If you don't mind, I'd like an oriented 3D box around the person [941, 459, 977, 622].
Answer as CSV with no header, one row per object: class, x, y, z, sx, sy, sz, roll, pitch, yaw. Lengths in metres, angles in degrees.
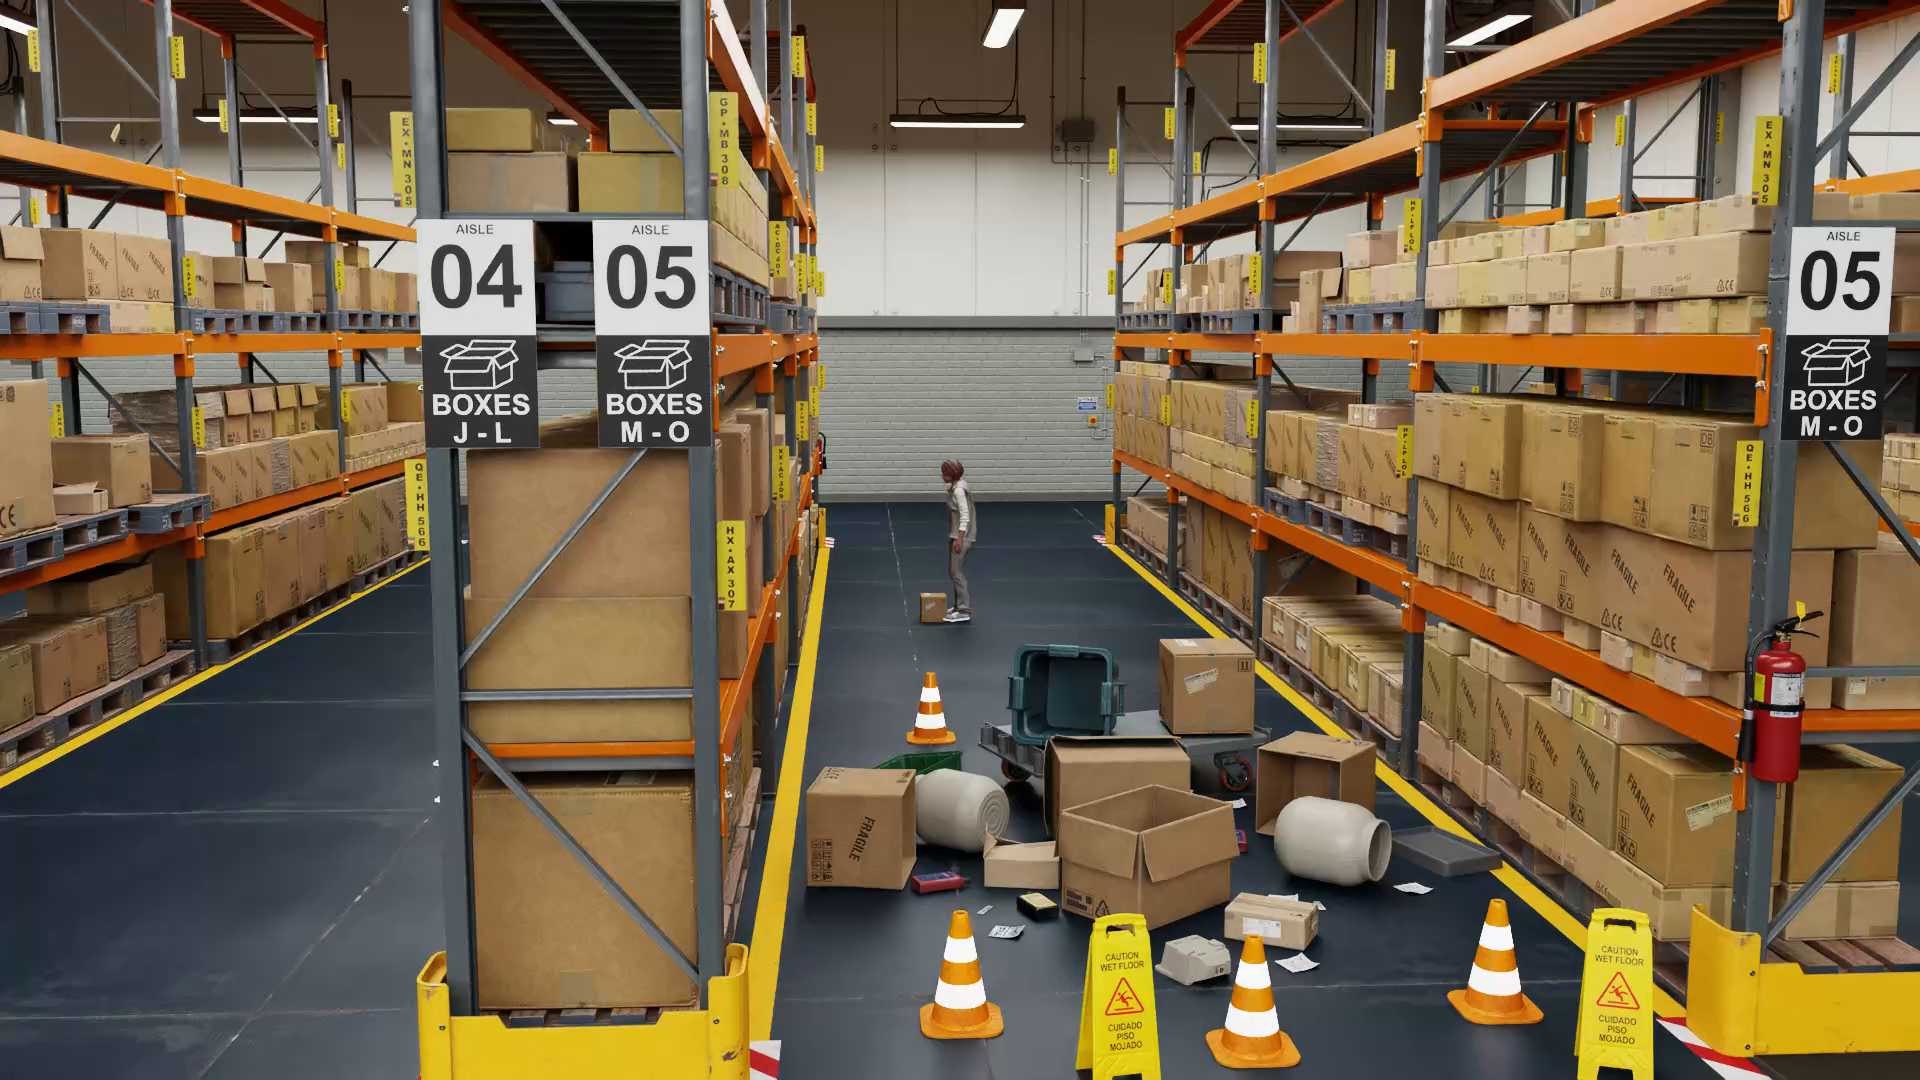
person,-0.017,-0.003,16.331,0.347,1.592,0.484,-1,7,-7
